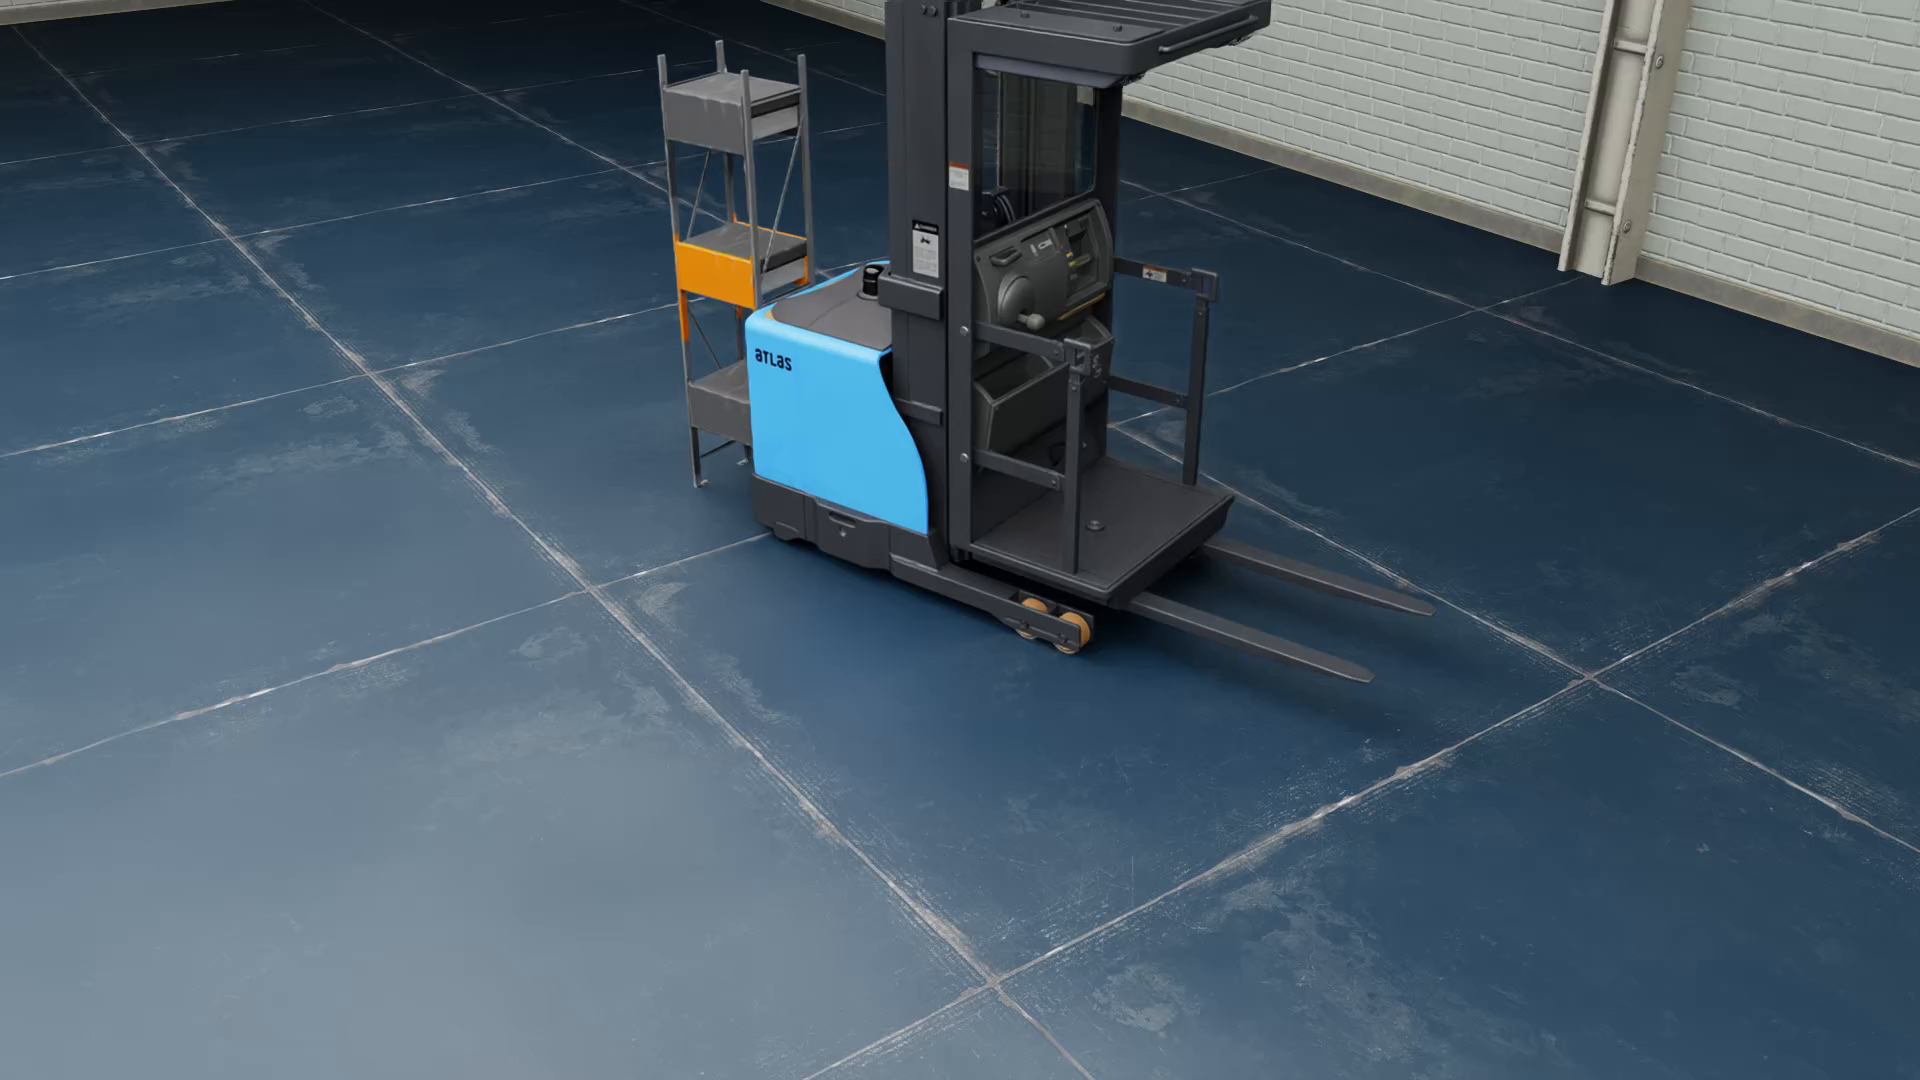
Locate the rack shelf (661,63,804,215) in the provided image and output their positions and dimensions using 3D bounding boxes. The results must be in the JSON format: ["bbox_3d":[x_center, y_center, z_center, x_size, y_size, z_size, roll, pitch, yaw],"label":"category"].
[{"bbox_3d":[-0.995,-1.792,7.412,0.480,0.518,0.431,19,34,31],"label":"rack shelf"}]

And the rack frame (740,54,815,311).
[{"bbox_3d":[-0.798,-1.121,7.613,0.015,2.100,0.400,19,34,31],"label":"rack frame"}]

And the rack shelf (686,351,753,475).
[{"bbox_3d":[-0.995,-0.562,8.080,0.480,0.518,0.431,19,34,31],"label":"rack shelf"}]

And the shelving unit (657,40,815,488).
[{"bbox_3d":[-0.995,-1.189,7.740,0.503,2.100,0.431,19,34,31],"label":"shelving unit"}]

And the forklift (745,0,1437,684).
[{"bbox_3d":[0.523,-1.106,6.715,3.031,2.935,1.130,19,34,31],"label":"forklift"}]

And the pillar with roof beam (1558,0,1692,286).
[{"bbox_3d":[0.708,-4.532,6.666,9.100,9.000,0.400,-19,34,-31],"label":"pillar with roof beam"}]

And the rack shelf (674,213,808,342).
[{"bbox_3d":[-0.995,-1.177,7.746,0.480,0.518,0.431,19,34,31],"label":"rack shelf"}]

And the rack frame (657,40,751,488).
[{"bbox_3d":[-1.192,-1.258,7.866,0.015,2.100,0.400,19,34,31],"label":"rack frame"}]
